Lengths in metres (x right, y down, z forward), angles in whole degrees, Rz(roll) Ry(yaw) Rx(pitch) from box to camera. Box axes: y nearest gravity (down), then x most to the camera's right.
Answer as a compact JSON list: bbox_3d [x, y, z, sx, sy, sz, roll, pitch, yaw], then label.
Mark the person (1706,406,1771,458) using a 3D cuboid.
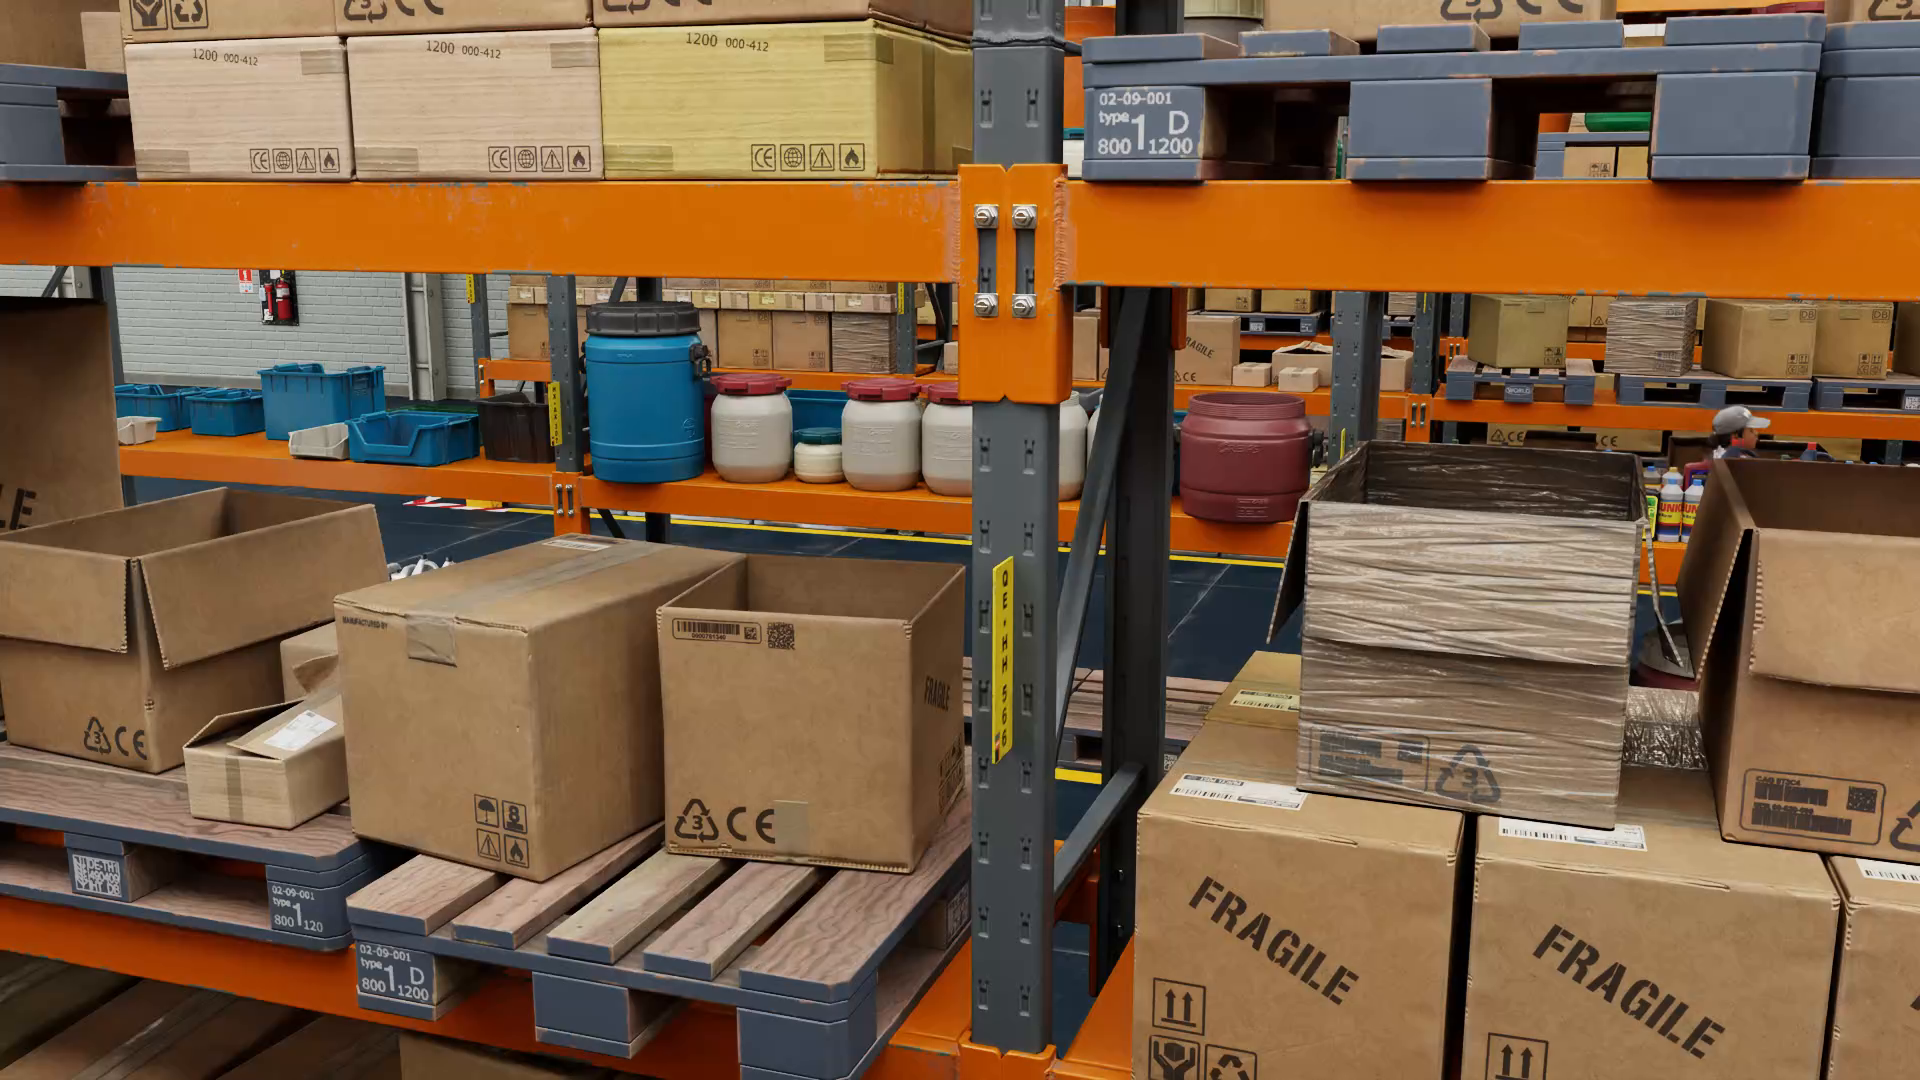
[{"bbox_3d":[4.072,0.094,8.923,0.577,1.640,0.478,5,13,21],"label":"person"}]
